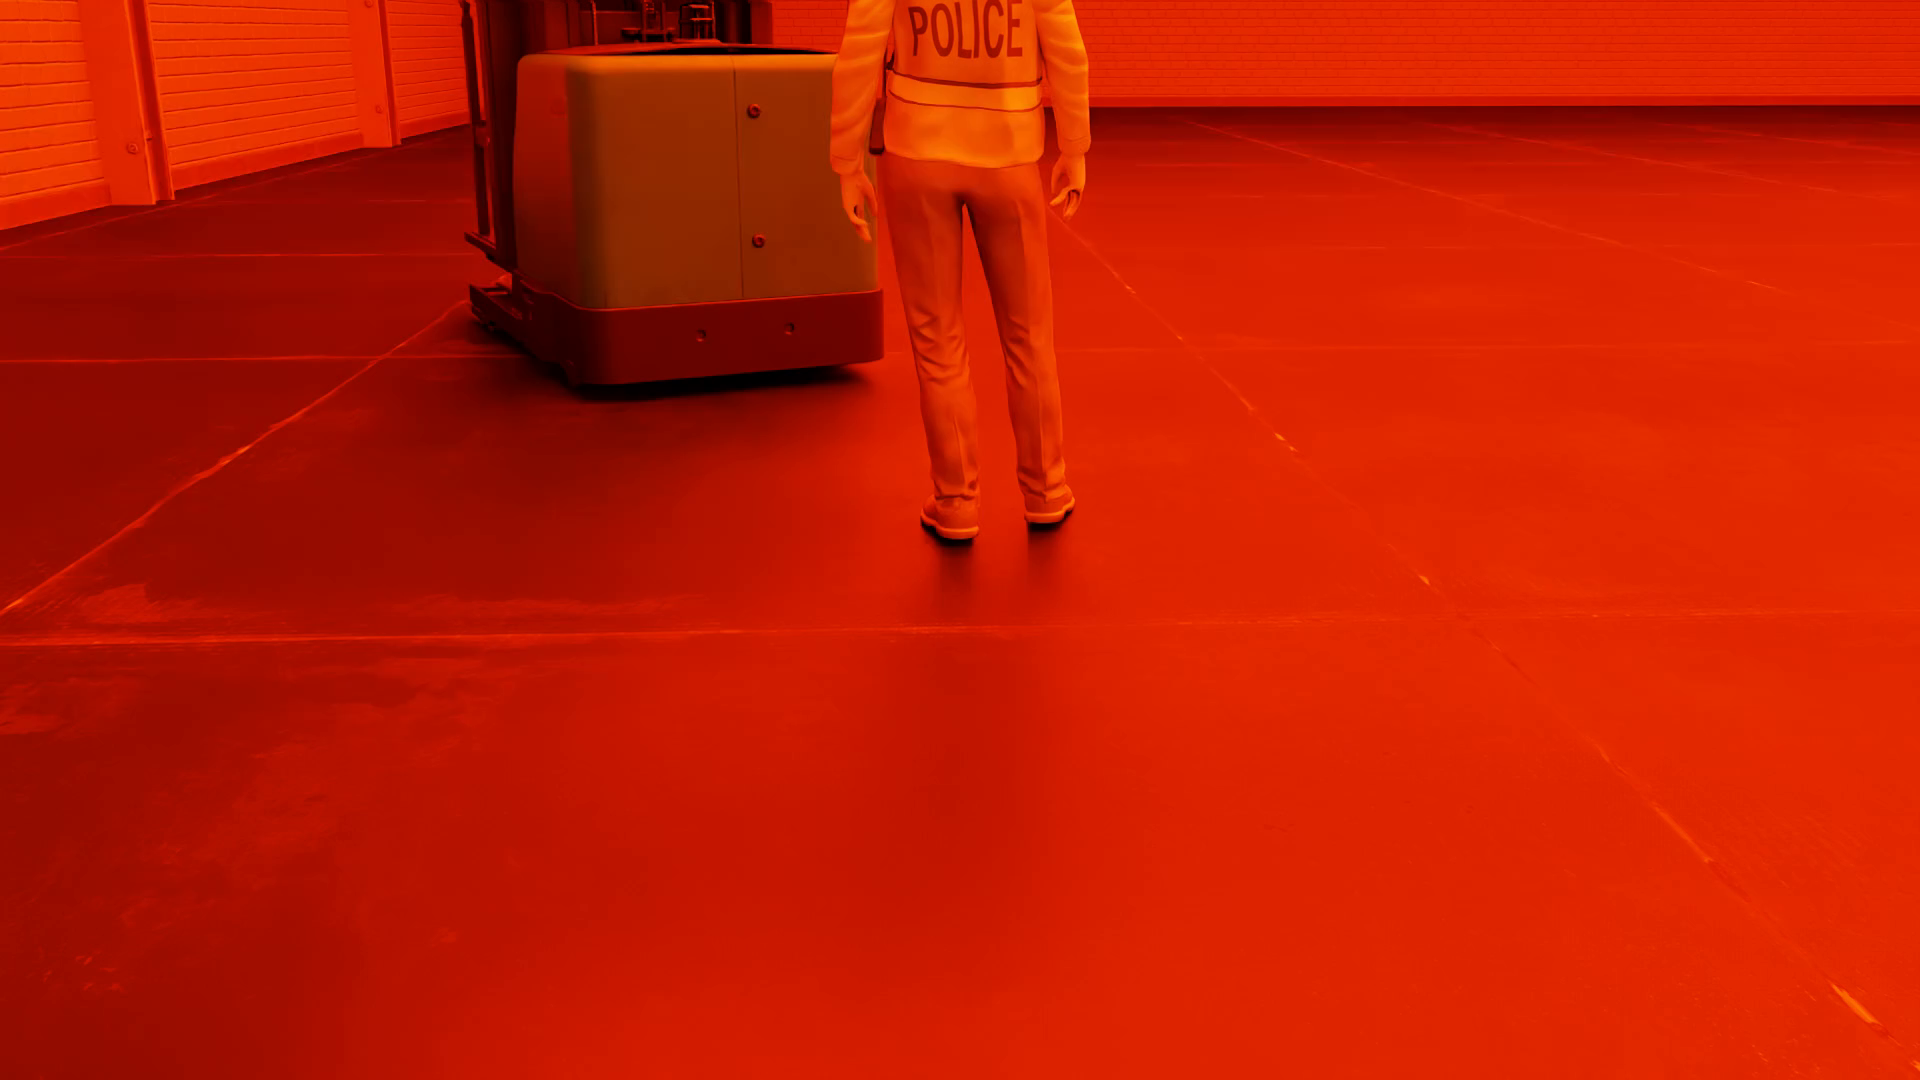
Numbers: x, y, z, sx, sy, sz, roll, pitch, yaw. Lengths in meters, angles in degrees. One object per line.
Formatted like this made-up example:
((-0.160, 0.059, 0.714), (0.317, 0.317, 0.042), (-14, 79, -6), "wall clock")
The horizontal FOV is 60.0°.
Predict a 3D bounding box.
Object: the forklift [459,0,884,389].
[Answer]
((-1.355, -2.280, 6.359), (1.130, 2.935, 3.031), (-8, 19, -24), "forklift")

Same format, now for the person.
((0.003, -0.837, 3.734), (0.586, 1.694, 0.530), (-1, 17, -3), "person")
